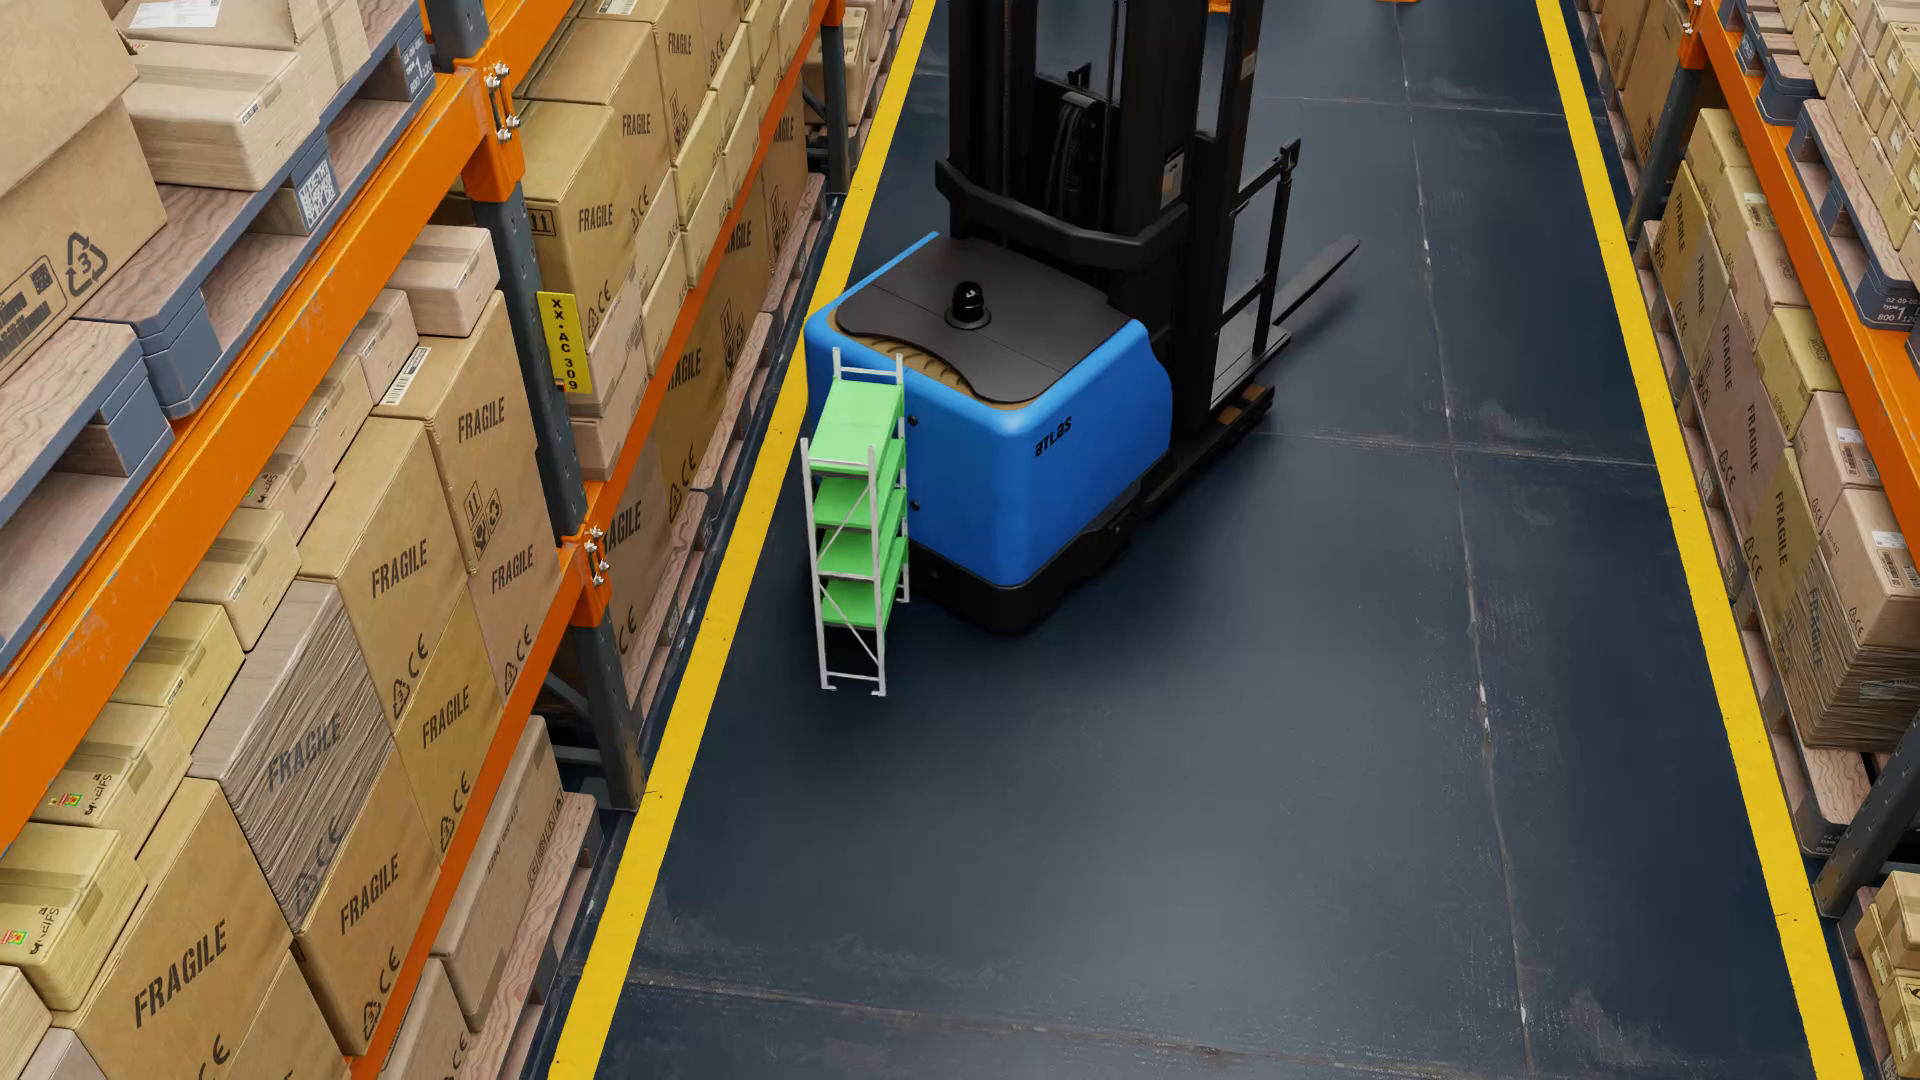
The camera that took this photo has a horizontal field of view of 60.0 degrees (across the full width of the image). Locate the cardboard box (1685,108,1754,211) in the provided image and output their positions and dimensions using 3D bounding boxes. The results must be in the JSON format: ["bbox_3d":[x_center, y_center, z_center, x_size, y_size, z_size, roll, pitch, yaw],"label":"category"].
[{"bbox_3d":[3.515,-1.643,7.271,0.500,0.250,0.500,3,44,4],"label":"cardboard box"}]

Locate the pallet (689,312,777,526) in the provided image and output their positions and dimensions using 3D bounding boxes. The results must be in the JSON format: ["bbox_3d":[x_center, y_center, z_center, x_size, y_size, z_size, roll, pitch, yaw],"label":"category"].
[{"bbox_3d":[-1.416,-0.583,7.212,1.003,0.211,1.213,5,44,6],"label":"pallet"}]

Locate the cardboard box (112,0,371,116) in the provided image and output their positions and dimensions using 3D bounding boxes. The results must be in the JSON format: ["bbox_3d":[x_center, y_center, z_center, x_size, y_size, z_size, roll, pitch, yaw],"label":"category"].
[{"bbox_3d":[-1.370,-0.994,3.156,0.396,0.266,0.258,7,44,7],"label":"cardboard box"}]

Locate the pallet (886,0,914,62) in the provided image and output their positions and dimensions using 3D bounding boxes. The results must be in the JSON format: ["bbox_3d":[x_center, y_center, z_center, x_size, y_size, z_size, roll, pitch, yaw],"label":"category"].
[{"bbox_3d":[-0.805,-3.304,10.086,1.003,0.211,1.213,5,44,6],"label":"pallet"}]

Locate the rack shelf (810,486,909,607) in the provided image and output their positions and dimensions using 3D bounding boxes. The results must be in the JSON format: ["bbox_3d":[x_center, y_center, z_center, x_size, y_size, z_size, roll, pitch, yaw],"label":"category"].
[{"bbox_3d":[-0.355,0.006,5.964,0.258,0.148,0.480,6,44,7],"label":"rack shelf"}]

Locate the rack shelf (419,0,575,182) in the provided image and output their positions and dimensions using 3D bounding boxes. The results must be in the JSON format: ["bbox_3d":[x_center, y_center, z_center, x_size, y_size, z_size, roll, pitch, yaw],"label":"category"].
[{"bbox_3d":[-1.338,-2.420,5.466,1.077,0.370,4.000,5,44,6],"label":"rack shelf"}]

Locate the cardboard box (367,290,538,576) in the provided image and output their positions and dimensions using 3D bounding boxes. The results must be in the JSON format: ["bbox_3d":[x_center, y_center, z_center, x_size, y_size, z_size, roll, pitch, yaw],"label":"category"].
[{"bbox_3d":[-1.391,-0.282,4.066,0.500,0.500,0.500,5,44,5],"label":"cardboard box"}]

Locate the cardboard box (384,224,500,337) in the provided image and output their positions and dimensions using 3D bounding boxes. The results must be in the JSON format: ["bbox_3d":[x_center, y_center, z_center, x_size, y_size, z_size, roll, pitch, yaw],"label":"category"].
[{"bbox_3d":[-1.328,-0.625,3.957,0.380,0.149,0.250,4,44,5],"label":"cardboard box"}]

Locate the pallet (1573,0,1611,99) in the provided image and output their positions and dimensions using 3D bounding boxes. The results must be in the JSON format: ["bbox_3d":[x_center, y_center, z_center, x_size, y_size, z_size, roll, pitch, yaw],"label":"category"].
[{"bbox_3d":[4.189,-2.921,9.681,1.003,0.211,1.213,5,44,6],"label":"pallet"}]

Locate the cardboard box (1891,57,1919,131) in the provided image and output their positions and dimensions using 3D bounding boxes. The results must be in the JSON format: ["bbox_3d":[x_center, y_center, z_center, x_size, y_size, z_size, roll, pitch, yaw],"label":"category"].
[{"bbox_3d":[3.384,-1.488,5.585,0.380,0.149,0.250,5,44,5],"label":"cardboard box"}]

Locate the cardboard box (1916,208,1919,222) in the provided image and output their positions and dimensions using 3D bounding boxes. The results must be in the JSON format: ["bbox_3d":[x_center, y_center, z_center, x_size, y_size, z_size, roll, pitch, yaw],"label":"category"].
[{"bbox_3d":[3.311,-1.019,5.305,0.380,0.149,0.250,3,44,3],"label":"cardboard box"}]

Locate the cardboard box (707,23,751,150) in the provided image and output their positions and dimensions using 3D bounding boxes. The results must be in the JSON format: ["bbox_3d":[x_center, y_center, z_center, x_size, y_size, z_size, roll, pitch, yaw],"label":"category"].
[{"bbox_3d":[-1.066,-1.674,6.082,0.500,0.250,0.500,4,44,4],"label":"cardboard box"}]

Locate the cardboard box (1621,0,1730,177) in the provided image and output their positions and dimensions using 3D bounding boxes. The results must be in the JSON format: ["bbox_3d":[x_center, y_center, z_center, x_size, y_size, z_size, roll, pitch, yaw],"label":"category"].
[{"bbox_3d":[4.016,-2.316,8.345,1.050,0.750,0.750,5,44,5],"label":"cardboard box"}]

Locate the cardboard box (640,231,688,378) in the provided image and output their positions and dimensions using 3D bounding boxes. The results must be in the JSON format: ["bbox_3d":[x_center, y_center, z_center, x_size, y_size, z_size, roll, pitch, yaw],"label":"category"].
[{"bbox_3d":[-1.216,-0.803,5.526,0.500,0.250,0.500,4,44,4],"label":"cardboard box"}]

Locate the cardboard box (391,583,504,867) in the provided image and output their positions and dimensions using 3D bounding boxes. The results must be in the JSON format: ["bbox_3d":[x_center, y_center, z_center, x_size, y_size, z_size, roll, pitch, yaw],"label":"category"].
[{"bbox_3d":[-1.473,0.425,4.046,0.500,0.500,0.500,4,44,4],"label":"cardboard box"}]

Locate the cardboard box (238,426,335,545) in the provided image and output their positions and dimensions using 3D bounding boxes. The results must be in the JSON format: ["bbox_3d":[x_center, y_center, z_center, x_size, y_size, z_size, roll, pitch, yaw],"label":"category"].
[{"bbox_3d":[-1.529,-0.112,3.415,0.380,0.149,0.250,5,44,5],"label":"cardboard box"}]

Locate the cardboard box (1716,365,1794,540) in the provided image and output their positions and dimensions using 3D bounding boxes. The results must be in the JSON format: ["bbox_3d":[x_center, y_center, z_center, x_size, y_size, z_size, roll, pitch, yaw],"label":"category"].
[{"bbox_3d":[3.306,-0.319,6.418,0.500,0.500,0.500,4,44,5],"label":"cardboard box"}]

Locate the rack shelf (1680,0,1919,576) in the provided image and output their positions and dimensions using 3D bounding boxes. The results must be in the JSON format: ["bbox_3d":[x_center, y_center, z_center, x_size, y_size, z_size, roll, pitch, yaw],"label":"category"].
[{"bbox_3d":[3.582,-0.950,6.094,1.077,0.370,4.000,5,44,6],"label":"rack shelf"}]

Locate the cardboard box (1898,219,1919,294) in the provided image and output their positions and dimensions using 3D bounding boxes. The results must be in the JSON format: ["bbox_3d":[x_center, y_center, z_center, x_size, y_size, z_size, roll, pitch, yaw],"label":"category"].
[{"bbox_3d":[3.307,-0.905,5.402,0.380,0.149,0.250,4,44,4],"label":"cardboard box"}]

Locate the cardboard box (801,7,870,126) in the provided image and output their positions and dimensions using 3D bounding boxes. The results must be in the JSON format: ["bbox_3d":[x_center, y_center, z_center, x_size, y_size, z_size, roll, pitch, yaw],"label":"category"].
[{"bbox_3d":[-0.989,-2.537,8.854,0.950,0.372,0.625,3,43,3],"label":"cardboard box"}]

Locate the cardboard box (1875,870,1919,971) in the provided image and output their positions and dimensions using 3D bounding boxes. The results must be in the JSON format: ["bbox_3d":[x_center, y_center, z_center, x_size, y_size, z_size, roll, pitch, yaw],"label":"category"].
[{"bbox_3d":[2.952,1.145,4.911,0.380,0.149,0.250,7,44,7],"label":"cardboard box"}]

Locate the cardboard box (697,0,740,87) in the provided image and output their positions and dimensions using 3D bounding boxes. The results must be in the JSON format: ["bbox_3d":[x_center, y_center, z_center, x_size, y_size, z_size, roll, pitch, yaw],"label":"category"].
[{"bbox_3d":[-1.089,-1.946,5.823,0.500,0.500,0.500,5,44,5],"label":"cardboard box"}]

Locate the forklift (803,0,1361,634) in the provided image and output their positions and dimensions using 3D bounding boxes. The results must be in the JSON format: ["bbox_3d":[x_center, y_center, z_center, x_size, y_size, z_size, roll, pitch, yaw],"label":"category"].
[{"bbox_3d":[0.718,-1.669,6.381,1.130,2.935,3.031,28,50,27],"label":"forklift"}]

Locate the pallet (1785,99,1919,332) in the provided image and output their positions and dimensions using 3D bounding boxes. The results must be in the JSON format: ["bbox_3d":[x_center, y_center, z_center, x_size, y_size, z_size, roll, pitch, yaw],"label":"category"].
[{"bbox_3d":[3.625,-1.151,5.924,1.003,0.211,1.213,5,44,6],"label":"pallet"}]

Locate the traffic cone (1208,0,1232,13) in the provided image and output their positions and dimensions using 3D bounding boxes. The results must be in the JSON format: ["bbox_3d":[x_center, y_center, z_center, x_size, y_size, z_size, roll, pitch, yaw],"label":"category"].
[{"bbox_3d":[1.632,-3.499,10.109,0.336,0.463,0.334,5,44,6],"label":"traffic cone"}]

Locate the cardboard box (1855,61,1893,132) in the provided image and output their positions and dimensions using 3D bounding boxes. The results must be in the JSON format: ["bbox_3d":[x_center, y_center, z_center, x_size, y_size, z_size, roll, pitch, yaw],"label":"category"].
[{"bbox_3d":[3.414,-1.554,5.871,0.380,0.149,0.250,5,44,5],"label":"cardboard box"}]

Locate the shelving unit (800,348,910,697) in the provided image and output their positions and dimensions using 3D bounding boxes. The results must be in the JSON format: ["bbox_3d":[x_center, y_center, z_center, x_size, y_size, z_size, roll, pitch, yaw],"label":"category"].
[{"bbox_3d":[-0.355,-0.041,5.920,0.258,1.200,0.503,6,44,7],"label":"shelving unit"}]

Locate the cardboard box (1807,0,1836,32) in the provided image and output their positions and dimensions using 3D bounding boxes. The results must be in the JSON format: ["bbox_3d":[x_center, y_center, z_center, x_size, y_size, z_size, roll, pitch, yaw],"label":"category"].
[{"bbox_3d":[3.517,-2.065,6.410,0.380,0.149,0.250,4,44,4],"label":"cardboard box"}]

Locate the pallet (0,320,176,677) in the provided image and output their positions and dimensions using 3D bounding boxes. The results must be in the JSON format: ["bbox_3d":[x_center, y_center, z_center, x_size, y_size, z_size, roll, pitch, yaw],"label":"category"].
[{"bbox_3d":[-1.885,0.100,2.346,1.003,0.211,1.213,5,44,6],"label":"pallet"}]

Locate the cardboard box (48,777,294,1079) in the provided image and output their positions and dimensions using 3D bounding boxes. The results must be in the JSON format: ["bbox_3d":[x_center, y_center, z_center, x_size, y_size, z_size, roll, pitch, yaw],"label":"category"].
[{"bbox_3d":[-1.599,0.752,2.974,0.500,0.500,0.500,5,44,6],"label":"cardboard box"}]

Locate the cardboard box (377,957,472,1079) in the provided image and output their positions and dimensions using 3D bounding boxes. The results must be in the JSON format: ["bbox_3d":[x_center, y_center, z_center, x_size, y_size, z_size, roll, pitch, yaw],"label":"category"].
[{"bbox_3d":[-1.910,1.577,4.461,0.875,0.438,0.875,4,44,4],"label":"cardboard box"}]

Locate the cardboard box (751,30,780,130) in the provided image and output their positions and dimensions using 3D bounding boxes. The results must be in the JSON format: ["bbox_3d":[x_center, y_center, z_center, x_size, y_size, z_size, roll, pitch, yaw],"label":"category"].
[{"bbox_3d":[-1.018,-1.841,6.622,0.500,0.250,0.500,5,44,5],"label":"cardboard box"}]

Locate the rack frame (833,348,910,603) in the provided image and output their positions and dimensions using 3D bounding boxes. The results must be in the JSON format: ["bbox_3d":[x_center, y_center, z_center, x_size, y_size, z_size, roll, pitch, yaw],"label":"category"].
[{"bbox_3d":[-0.316,-0.206,6.095,0.240,1.200,0.015,6,44,7],"label":"rack frame"}]

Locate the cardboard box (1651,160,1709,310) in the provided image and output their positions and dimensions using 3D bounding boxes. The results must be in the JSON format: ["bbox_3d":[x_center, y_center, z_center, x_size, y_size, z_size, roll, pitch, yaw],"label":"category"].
[{"bbox_3d":[3.500,-1.360,7.517,0.500,0.500,0.500,4,44,4],"label":"cardboard box"}]

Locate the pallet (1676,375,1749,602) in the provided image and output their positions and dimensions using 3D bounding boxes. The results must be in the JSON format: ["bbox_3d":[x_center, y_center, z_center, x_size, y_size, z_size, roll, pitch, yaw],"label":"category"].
[{"bbox_3d":[3.578,-0.200,6.807,1.003,0.211,1.213,5,44,6],"label":"pallet"}]

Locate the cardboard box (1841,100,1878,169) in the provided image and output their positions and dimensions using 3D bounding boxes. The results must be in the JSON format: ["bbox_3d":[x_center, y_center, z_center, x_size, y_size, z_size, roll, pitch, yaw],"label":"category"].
[{"bbox_3d":[3.414,-1.445,5.971,0.380,0.149,0.250,6,44,6],"label":"cardboard box"}]

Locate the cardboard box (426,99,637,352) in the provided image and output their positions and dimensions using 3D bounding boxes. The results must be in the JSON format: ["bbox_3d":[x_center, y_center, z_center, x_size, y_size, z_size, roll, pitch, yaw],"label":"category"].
[{"bbox_3d":[-1.259,-0.902,4.721,0.500,0.500,0.500,6,44,6],"label":"cardboard box"}]

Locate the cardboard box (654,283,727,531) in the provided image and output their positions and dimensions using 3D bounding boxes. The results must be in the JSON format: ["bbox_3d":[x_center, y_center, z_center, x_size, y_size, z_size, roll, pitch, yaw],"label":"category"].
[{"bbox_3d":[-1.488,-0.656,6.501,0.875,0.875,0.875,6,44,7],"label":"cardboard box"}]

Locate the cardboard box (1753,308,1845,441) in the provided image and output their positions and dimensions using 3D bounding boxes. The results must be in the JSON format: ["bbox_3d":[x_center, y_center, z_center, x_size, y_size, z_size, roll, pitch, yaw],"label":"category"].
[{"bbox_3d":[3.302,-0.606,6.176,0.500,0.250,0.500,3,44,4],"label":"cardboard box"}]

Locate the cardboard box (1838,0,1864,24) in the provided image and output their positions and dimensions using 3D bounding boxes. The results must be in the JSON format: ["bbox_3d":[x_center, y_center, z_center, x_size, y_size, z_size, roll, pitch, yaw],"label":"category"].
[{"bbox_3d":[3.488,-2.023,6.150,0.380,0.149,0.250,4,44,4],"label":"cardboard box"}]

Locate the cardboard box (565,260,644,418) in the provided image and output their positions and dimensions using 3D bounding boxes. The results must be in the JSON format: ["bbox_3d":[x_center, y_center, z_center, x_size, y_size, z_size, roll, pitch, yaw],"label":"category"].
[{"bbox_3d":[-1.265,-0.630,4.979,0.500,0.250,0.500,4,44,4],"label":"cardboard box"}]

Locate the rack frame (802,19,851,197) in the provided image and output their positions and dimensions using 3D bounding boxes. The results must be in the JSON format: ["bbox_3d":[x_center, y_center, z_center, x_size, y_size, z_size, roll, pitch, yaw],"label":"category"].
[{"bbox_3d":[-1.074,-2.955,7.689,1.000,3.000,0.127,5,44,6],"label":"rack frame"}]

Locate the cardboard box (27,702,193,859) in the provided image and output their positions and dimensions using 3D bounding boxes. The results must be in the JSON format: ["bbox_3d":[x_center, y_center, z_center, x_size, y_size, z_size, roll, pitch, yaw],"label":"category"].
[{"bbox_3d":[-1.577,0.409,2.864,0.380,0.149,0.250,5,44,6],"label":"cardboard box"}]

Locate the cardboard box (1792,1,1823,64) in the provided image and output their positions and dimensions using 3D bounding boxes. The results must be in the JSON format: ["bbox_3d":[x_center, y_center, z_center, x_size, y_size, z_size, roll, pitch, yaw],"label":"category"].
[{"bbox_3d":[3.516,-1.982,6.539,0.380,0.149,0.250,7,44,8],"label":"cardboard box"}]

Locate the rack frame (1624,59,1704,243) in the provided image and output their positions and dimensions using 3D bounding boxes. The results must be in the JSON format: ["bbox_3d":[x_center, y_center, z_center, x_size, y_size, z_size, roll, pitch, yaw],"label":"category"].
[{"bbox_3d":[3.846,-2.574,7.287,1.000,3.000,0.127,5,44,6],"label":"rack frame"}]
